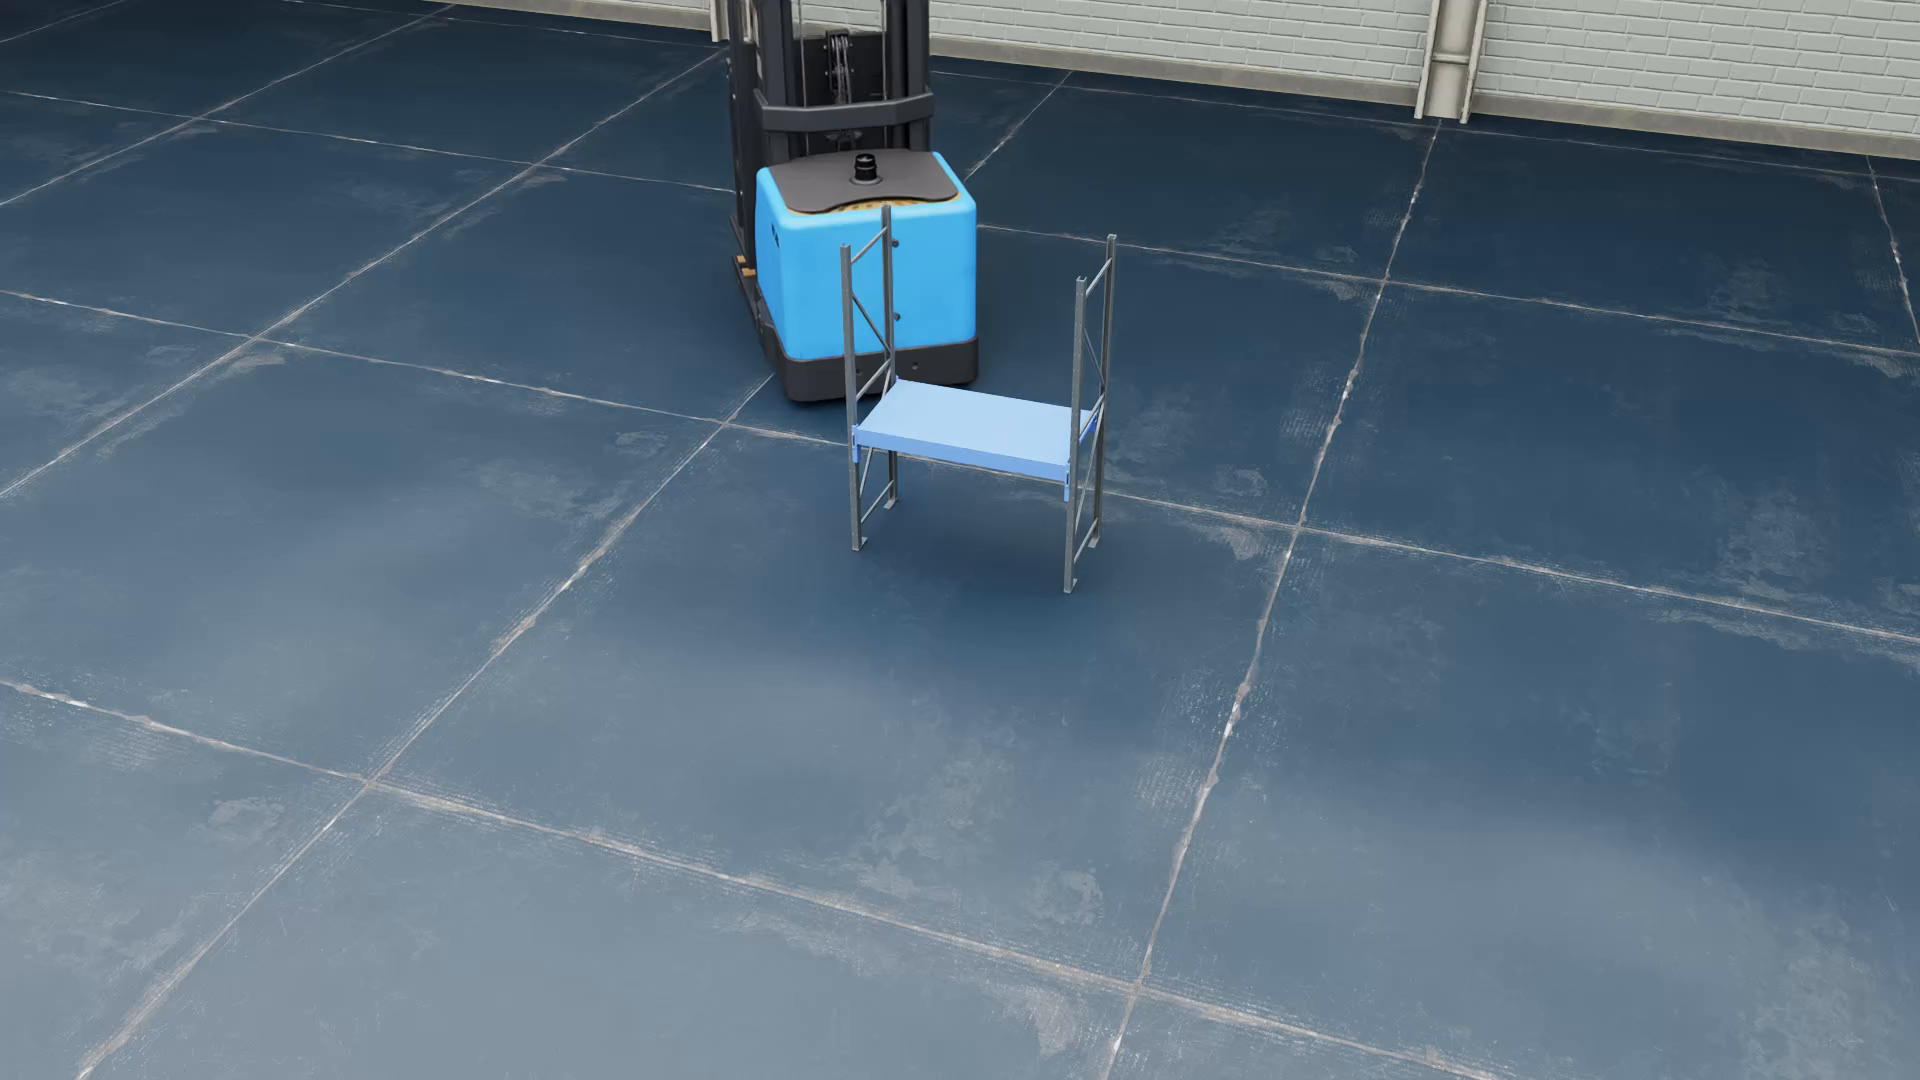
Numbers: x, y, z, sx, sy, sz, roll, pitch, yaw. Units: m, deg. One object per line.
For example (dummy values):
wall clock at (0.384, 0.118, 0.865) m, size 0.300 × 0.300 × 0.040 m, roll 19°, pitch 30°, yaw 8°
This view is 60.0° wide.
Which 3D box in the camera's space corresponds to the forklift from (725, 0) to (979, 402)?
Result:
forklift at (-0.769, -2.751, 9.309) m, size 1.130 × 2.935 × 3.031 m, roll -8°, pitch 34°, yaw -12°

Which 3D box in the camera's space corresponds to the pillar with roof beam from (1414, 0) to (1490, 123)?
pillar with roof beam at (2.274, -4.868, 6.994) m, size 0.400 × 9.000 × 9.100 m, roll 11°, pitch 34°, yaw 16°

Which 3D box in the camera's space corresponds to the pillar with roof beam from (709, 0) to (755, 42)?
pillar with roof beam at (-3.375, -5.966, 8.695) m, size 0.400 × 9.000 × 9.100 m, roll 11°, pitch 34°, yaw 16°

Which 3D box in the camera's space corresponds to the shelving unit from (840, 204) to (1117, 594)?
shelving unit at (0.080, -0.614, 7.319) m, size 1.048 × 1.500 × 0.500 m, roll 11°, pitch 34°, yaw 16°

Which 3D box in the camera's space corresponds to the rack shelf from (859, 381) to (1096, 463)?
rack shelf at (0.080, -0.504, 7.390) m, size 0.952 × 0.062 × 0.459 m, roll 11°, pitch 34°, yaw 16°

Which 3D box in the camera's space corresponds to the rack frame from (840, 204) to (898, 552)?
rack frame at (-0.398, -0.708, 7.463) m, size 0.032 × 1.500 × 0.500 m, roll 11°, pitch 34°, yaw 16°

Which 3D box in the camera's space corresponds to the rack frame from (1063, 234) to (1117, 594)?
rack frame at (0.559, -0.521, 7.175) m, size 0.032 × 1.500 × 0.500 m, roll 11°, pitch 34°, yaw 16°
